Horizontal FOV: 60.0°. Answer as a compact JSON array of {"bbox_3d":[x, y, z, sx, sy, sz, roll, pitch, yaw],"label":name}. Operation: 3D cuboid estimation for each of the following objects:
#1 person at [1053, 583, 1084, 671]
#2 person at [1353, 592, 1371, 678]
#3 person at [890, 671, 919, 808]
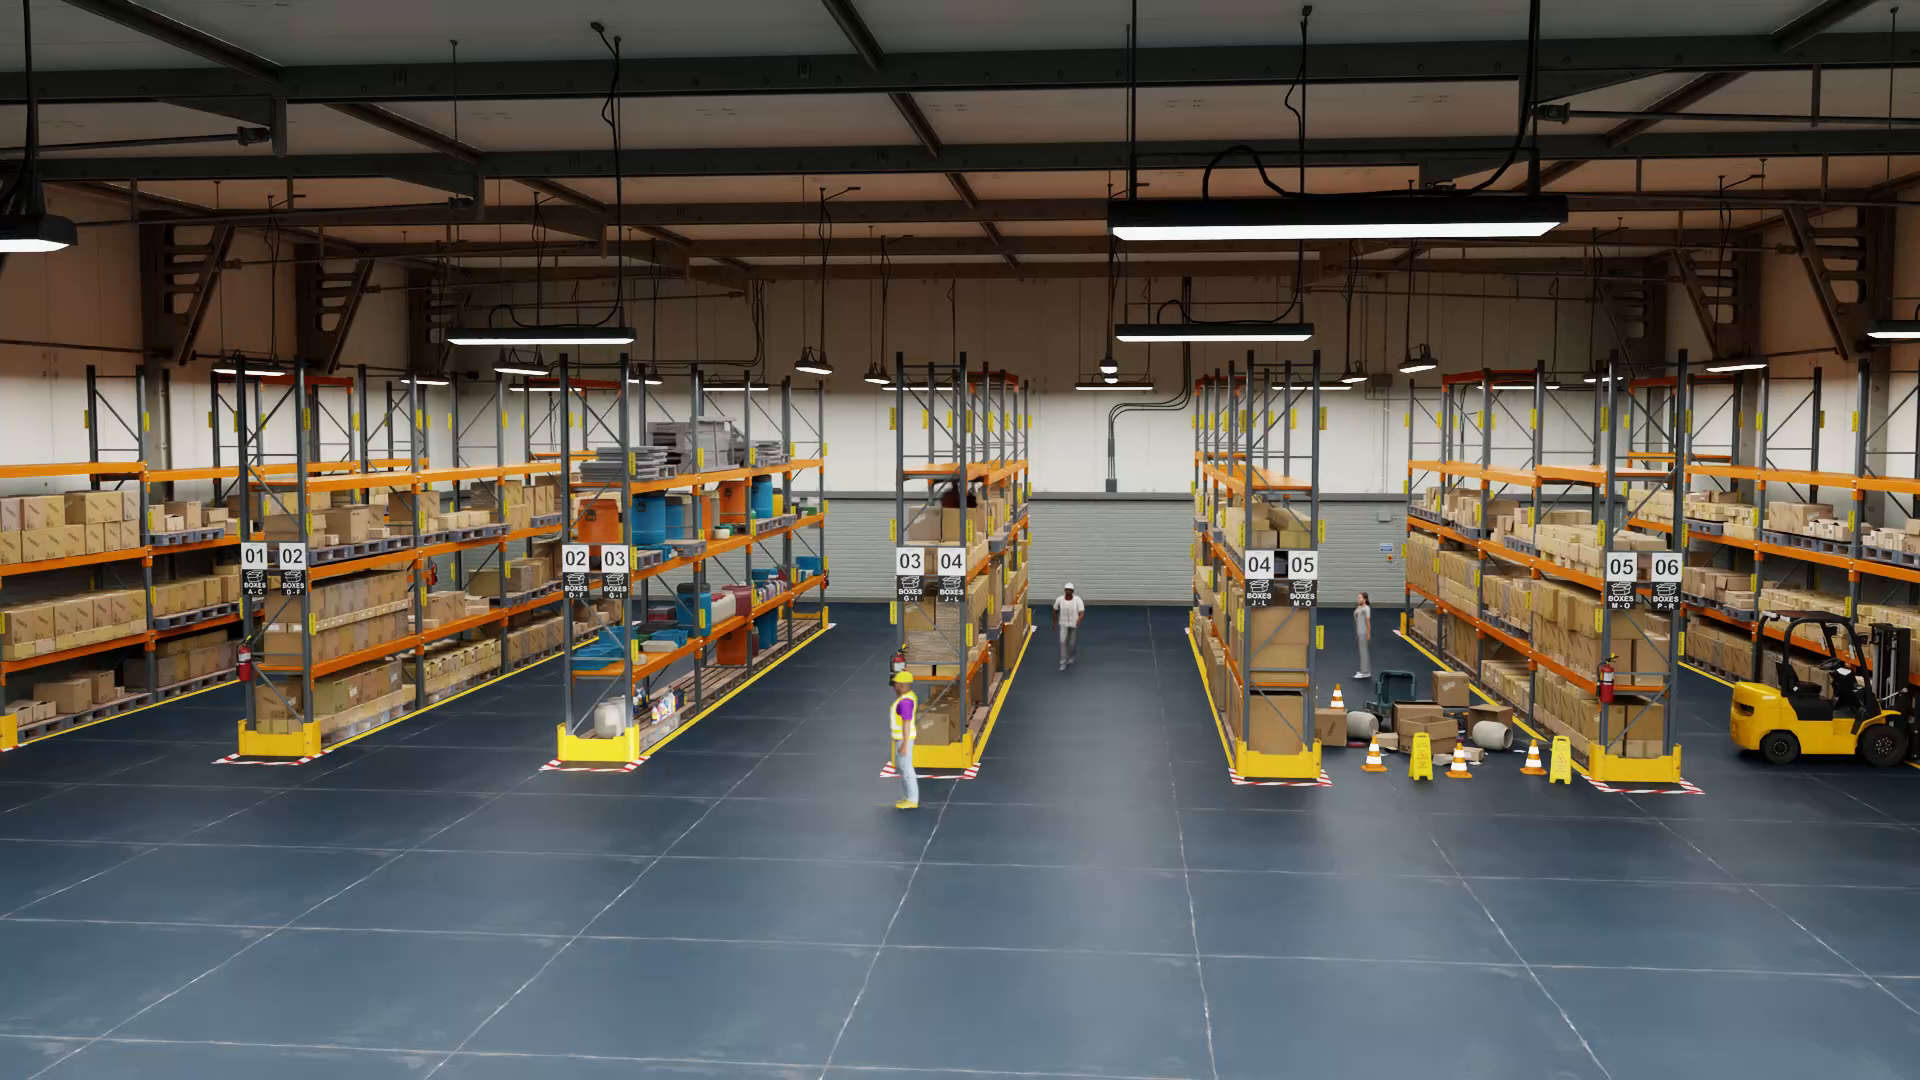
[{"bbox_3d":[2.203,1.752,33.859,0.643,1.770,0.953,1,4,7],"label":"person"},{"bbox_3d":[7.883,1.850,32.587,0.349,1.675,0.502,1,4,7],"label":"person"},{"bbox_3d":[-0.729,2.591,21.564,0.365,1.798,0.696,-1,4,-7],"label":"person"}]
